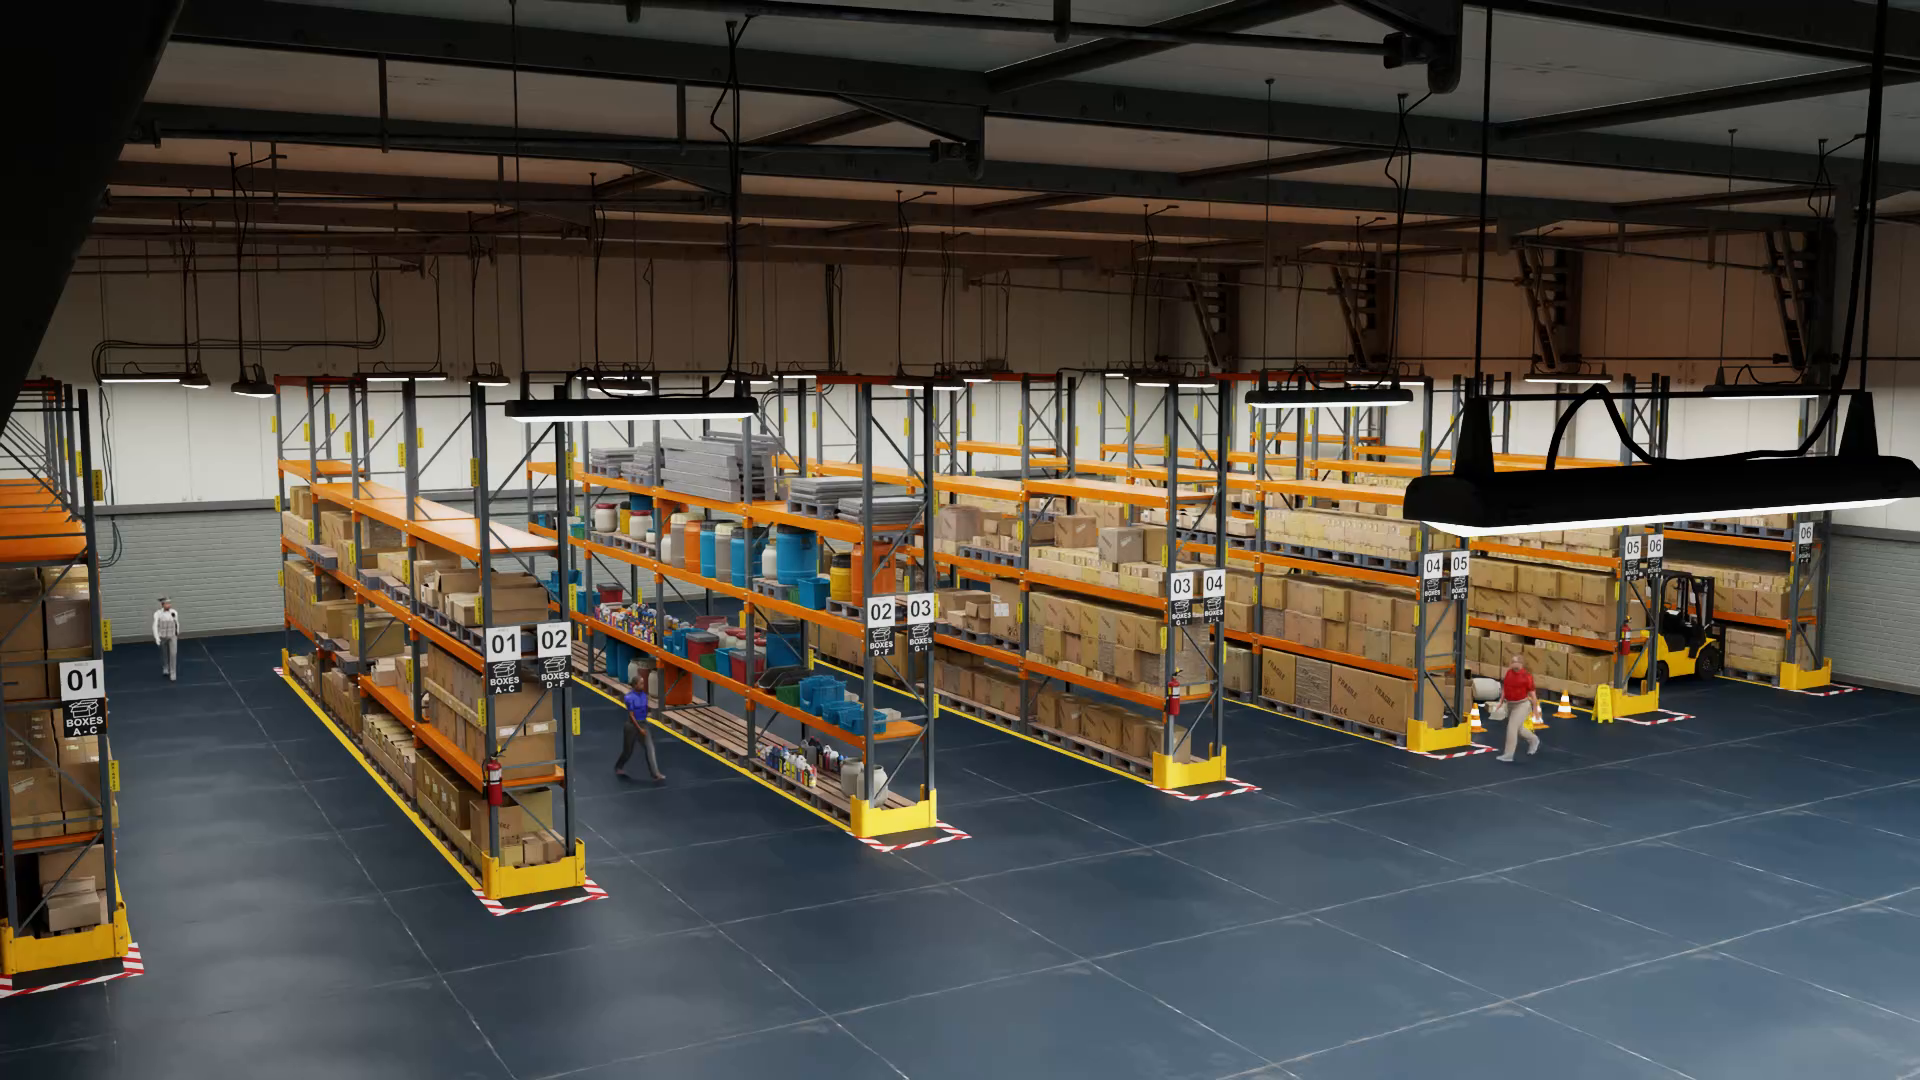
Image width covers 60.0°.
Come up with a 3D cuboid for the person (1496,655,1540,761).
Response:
[{"bbox_3d":[8.845,2.628,26.251,1.064,1.662,0.611,-3,7,-25],"label":"person"}]

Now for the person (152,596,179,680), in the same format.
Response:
[{"bbox_3d":[-15.681,1.910,32.844,0.479,1.612,1.018,-3,7,-26],"label":"person"}]

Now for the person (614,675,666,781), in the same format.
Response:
[{"bbox_3d":[-4.802,2.816,24.938,1.087,1.558,0.422,6,8,42],"label":"person"}]
